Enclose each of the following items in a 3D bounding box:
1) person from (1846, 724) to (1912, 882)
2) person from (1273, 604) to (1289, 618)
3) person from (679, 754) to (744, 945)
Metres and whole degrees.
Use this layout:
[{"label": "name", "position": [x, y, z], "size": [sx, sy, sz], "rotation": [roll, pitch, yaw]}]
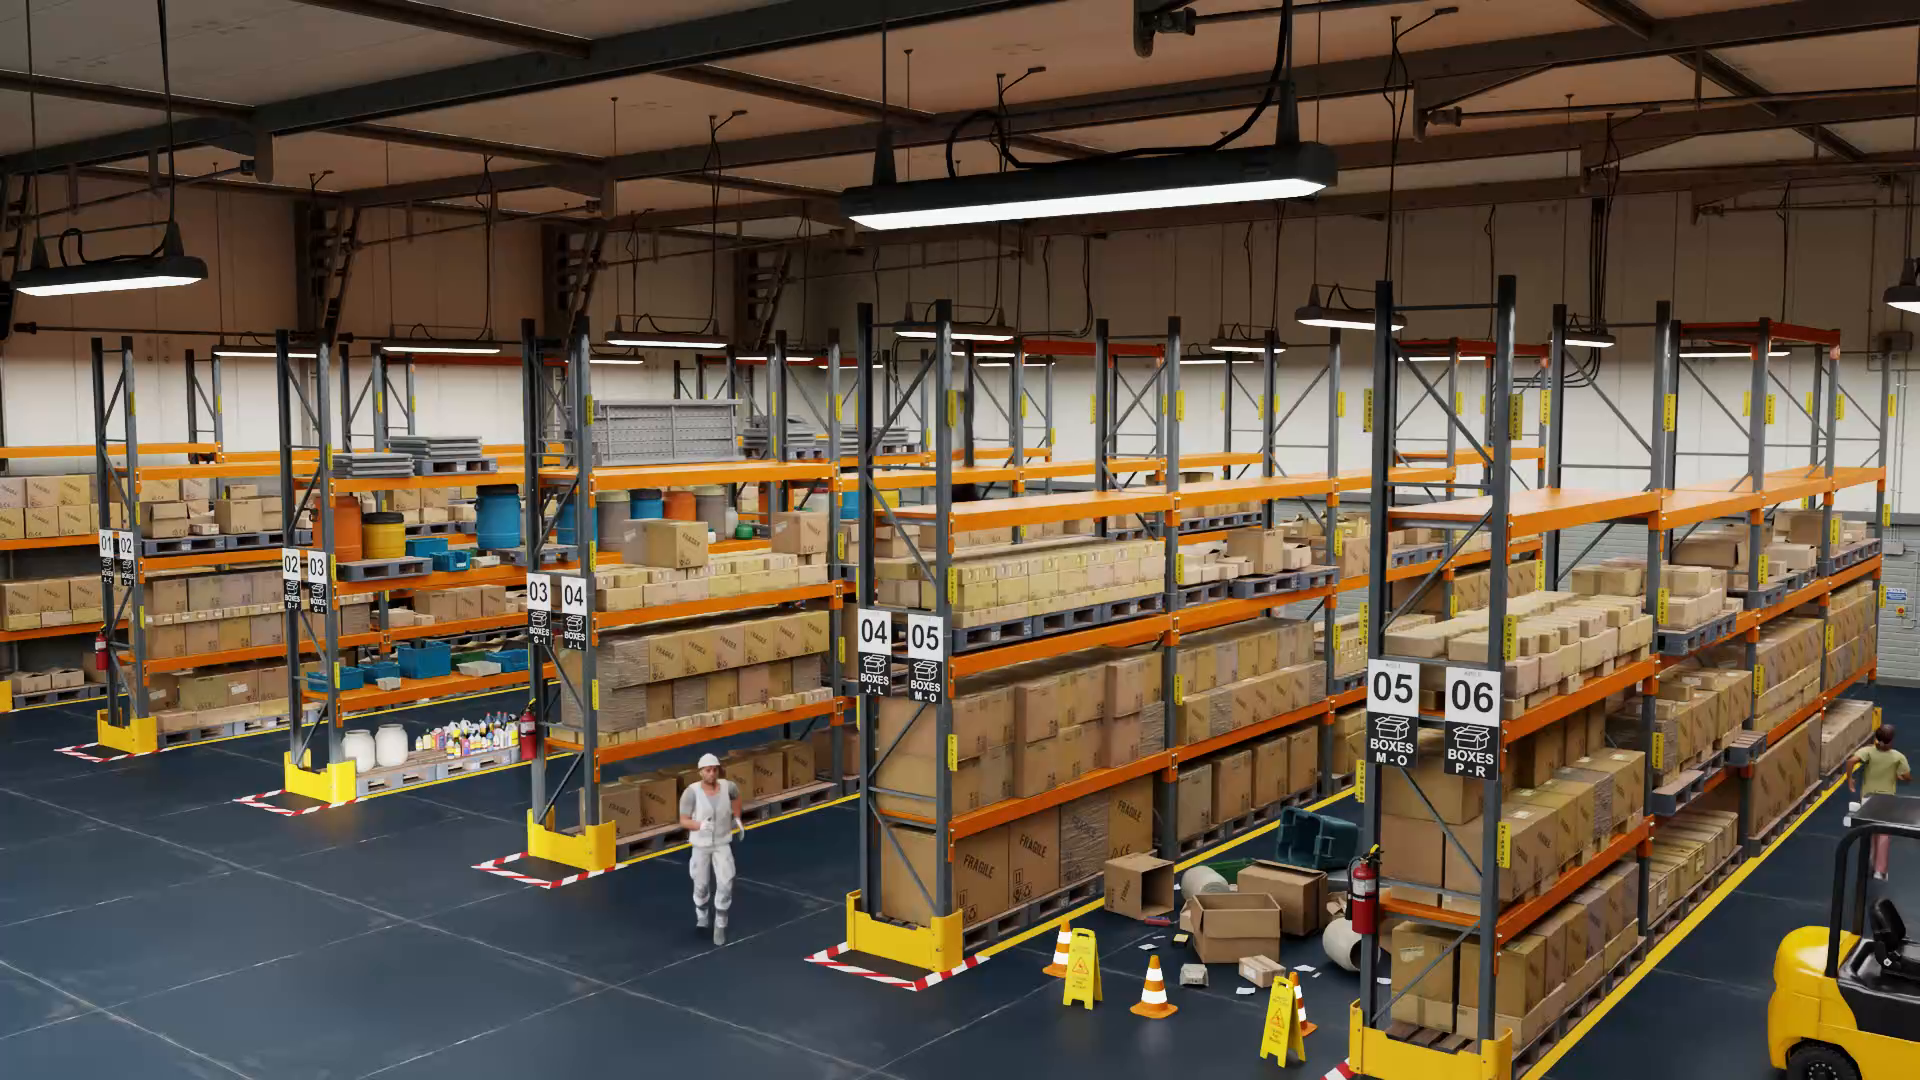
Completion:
[{"label": "person", "position": [9.744, 2.799, 17.665], "size": [0.579, 1.693, 0.846], "rotation": [4, 6, 39]}, {"label": "person", "position": [6.194, 1.469, 33.157], "size": [0.693, 1.720, 1.010], "rotation": [-3, 6, -32]}, {"label": "person", "position": [-2.342, 2.927, 15.748], "size": [0.632, 1.847, 0.802], "rotation": [-2, 5, -17]}]
